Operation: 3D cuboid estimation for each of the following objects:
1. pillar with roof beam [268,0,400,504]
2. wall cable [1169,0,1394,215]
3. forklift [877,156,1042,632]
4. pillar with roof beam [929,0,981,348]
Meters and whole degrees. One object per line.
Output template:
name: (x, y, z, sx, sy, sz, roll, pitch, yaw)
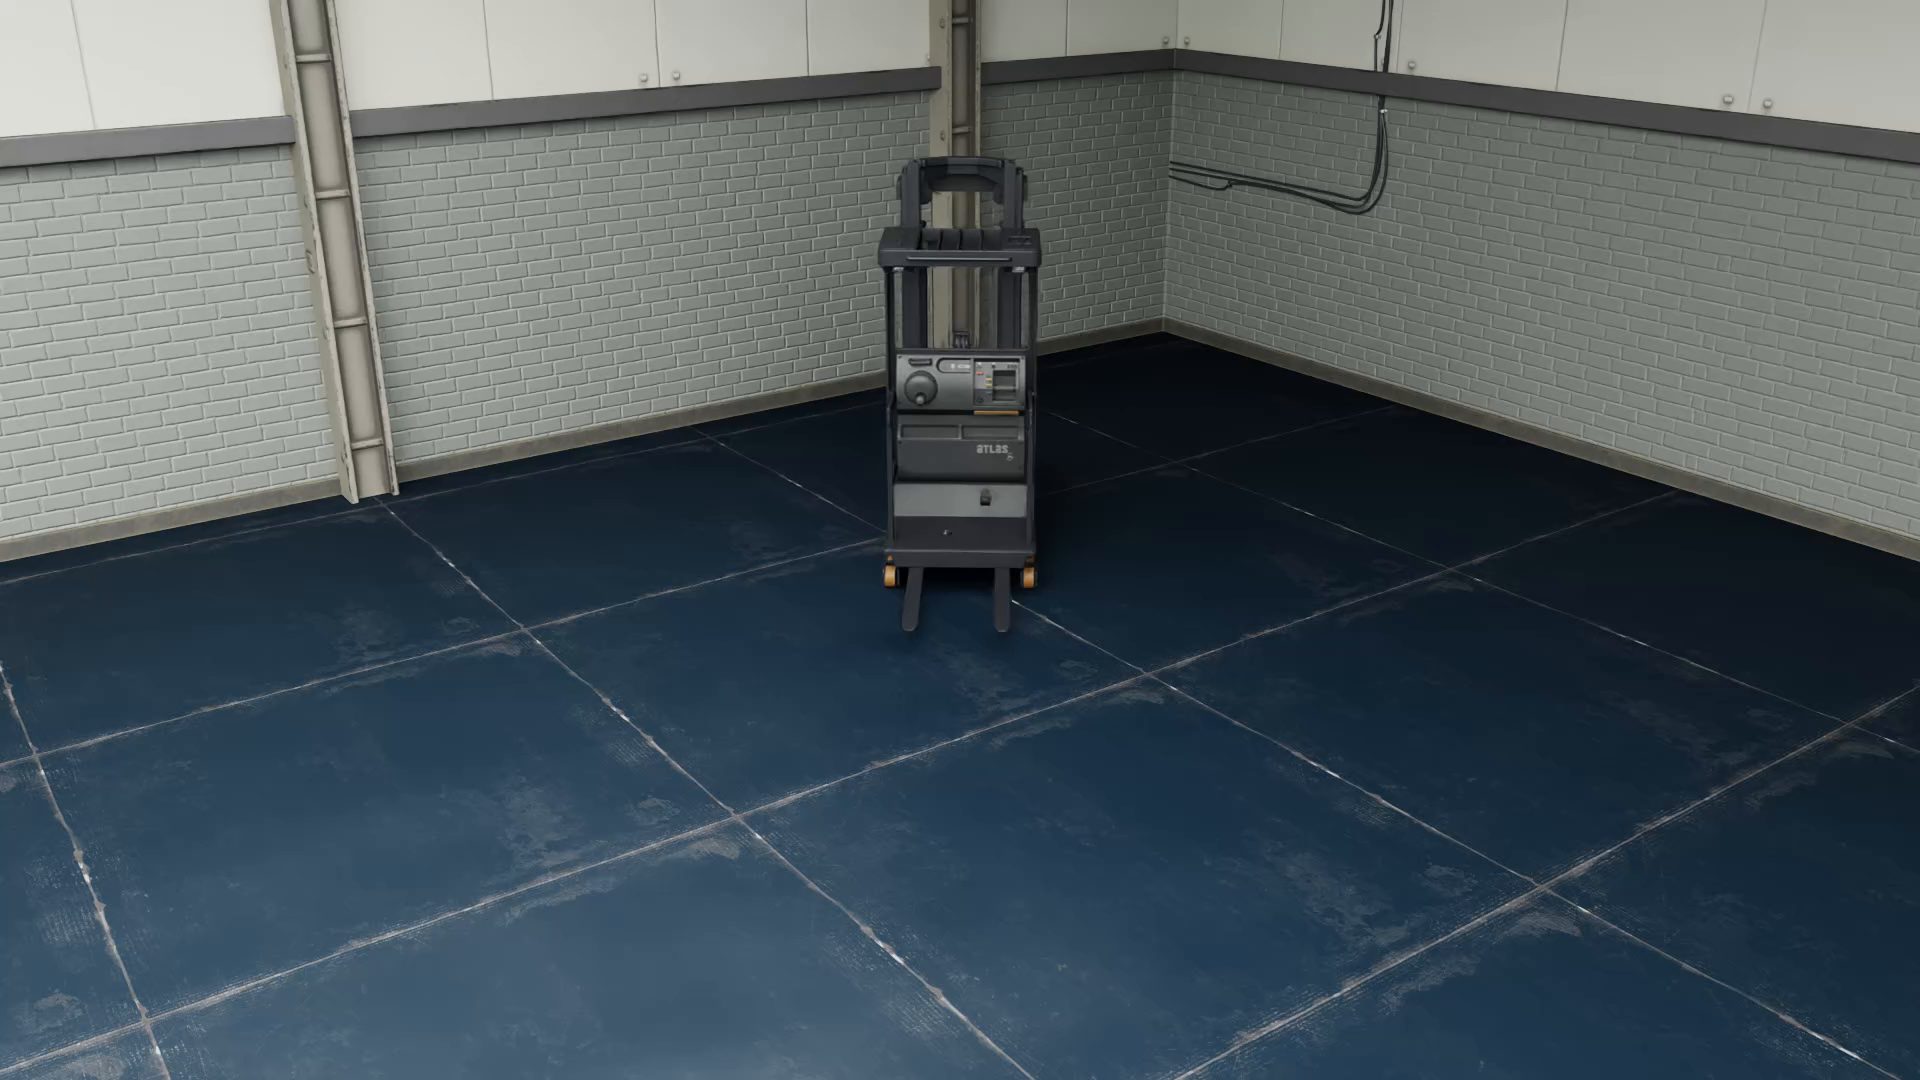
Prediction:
pillar with roof beam: (-2.402, -3.271, 8.952, 0.400, 9.000, 9.100, -15, 26, -33)
wall cable: (3.117, -4.663, 16.629, 0.112, 2.526, 3.097, -15, 26, -33)
forklift: (0.005, -1.125, 11.761, 1.130, 2.935, 3.031, 0, 22, 1)
pillar with roof beam: (2.468, -4.570, 12.207, 0.400, 9.000, 9.100, -15, 26, -33)
